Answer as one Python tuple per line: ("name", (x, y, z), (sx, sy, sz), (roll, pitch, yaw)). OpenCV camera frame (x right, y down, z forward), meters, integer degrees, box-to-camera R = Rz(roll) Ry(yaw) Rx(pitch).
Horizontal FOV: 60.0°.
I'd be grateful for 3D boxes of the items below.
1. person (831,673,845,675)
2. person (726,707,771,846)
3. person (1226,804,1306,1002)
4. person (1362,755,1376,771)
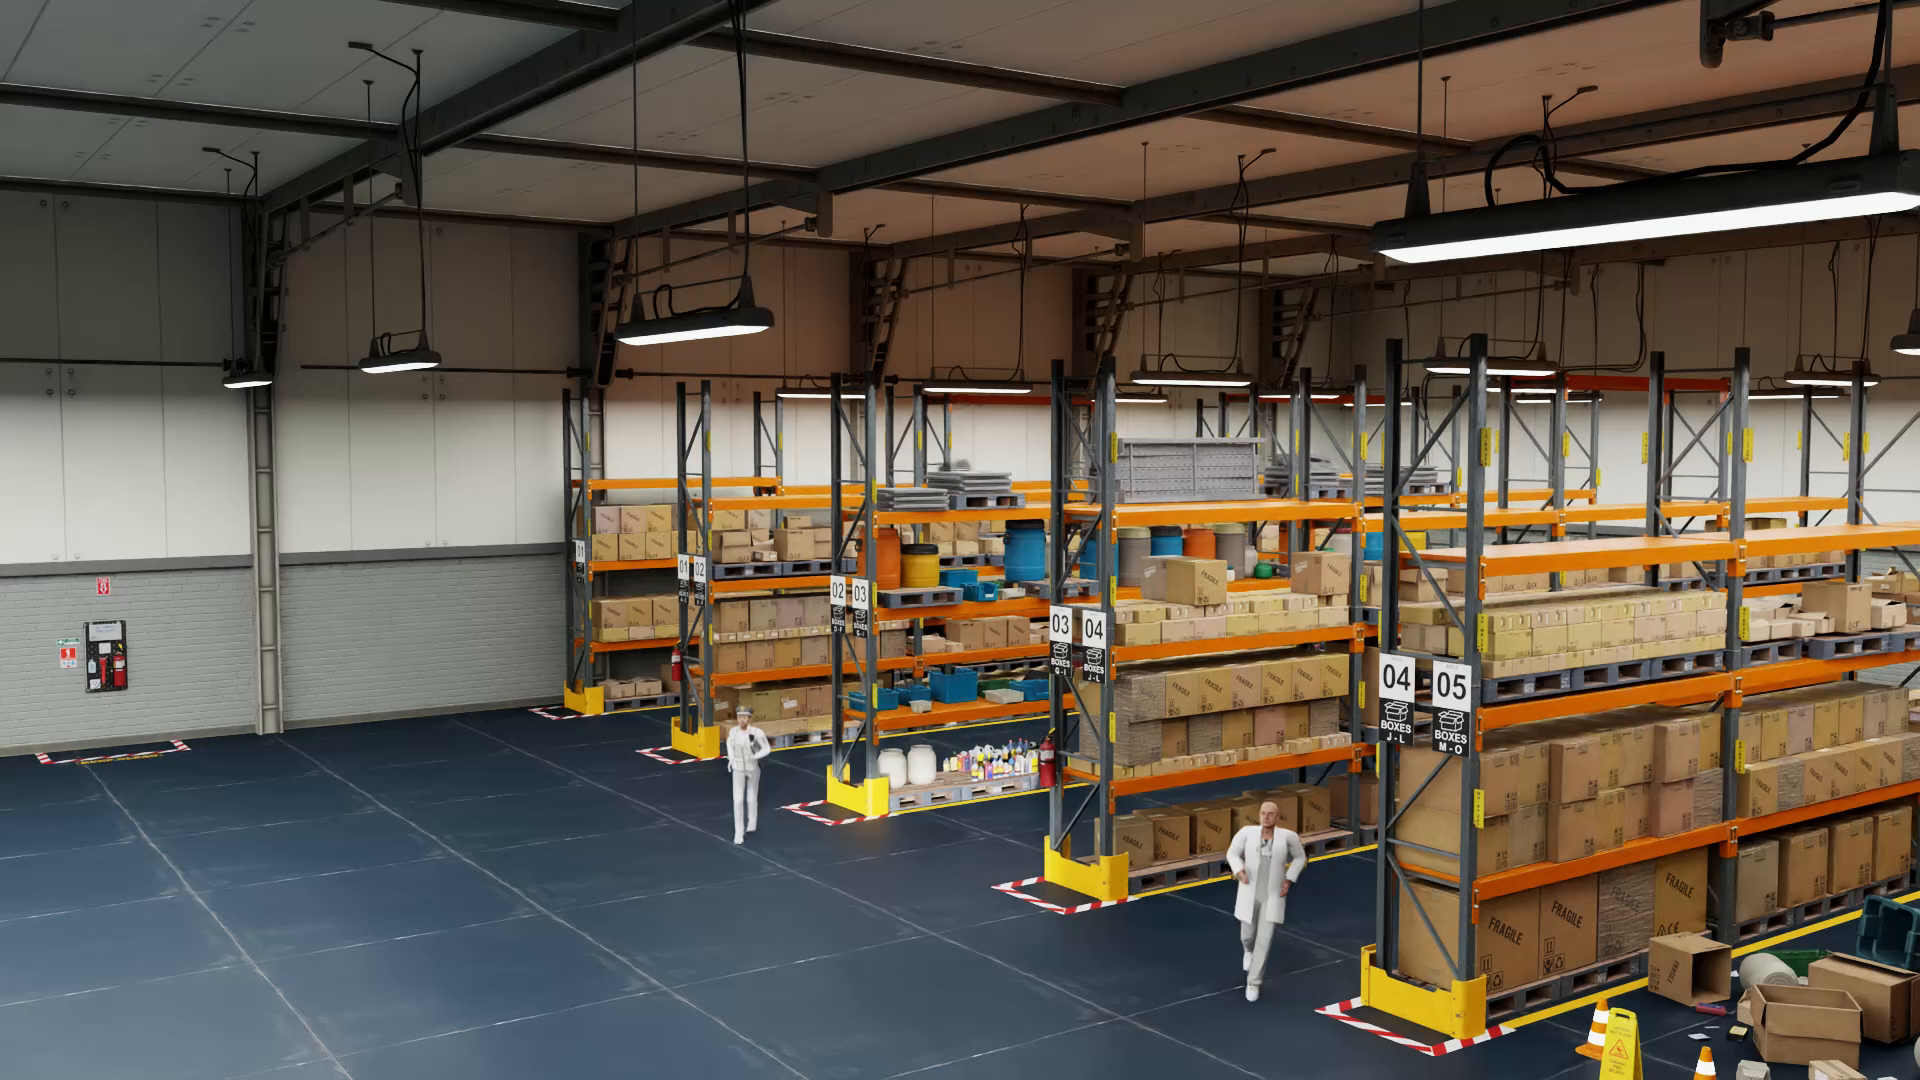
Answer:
("person", (-2.222, 2.103, 31.071), (0.622, 1.672, 0.615), (-3, 5, -41))
("person", (-2.692, 2.963, 21.152), (0.606, 1.744, 0.773), (0, 4, 3))
("person", (2.834, 3.310, 15.439), (0.730, 1.768, 0.825), (1, 4, 16))
("person", (5.957, 2.834, 24.014), (0.736, 1.611, 0.519), (-3, 5, -37))
